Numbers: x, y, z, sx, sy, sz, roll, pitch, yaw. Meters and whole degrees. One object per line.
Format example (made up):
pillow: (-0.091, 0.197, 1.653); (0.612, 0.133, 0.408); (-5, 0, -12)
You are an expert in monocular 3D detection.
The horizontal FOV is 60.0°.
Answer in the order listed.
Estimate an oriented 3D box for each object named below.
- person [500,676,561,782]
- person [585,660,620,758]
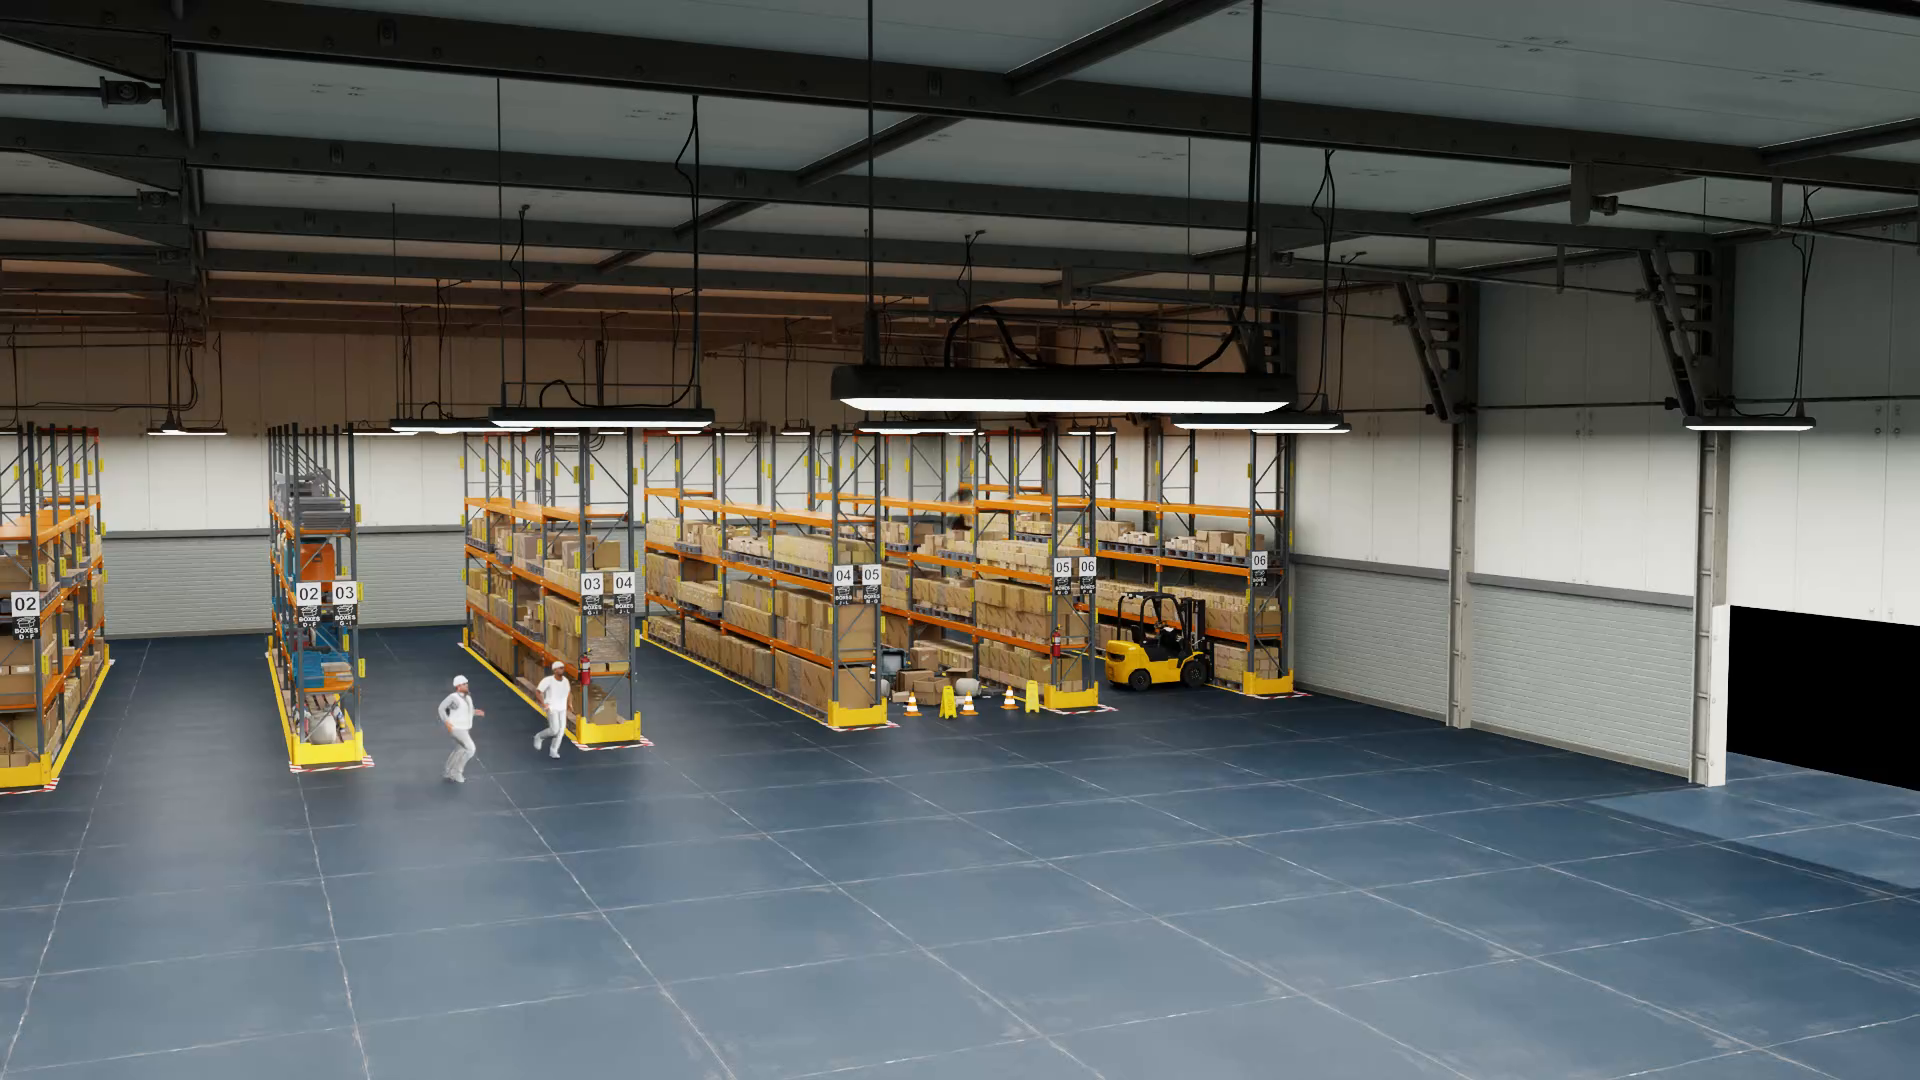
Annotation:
person: (-7.131, 3.145, 27.656); (0.967, 1.789, 0.667); (1, 4, 9)
person: (-6.387, 3.031, 29.860); (0.536, 1.740, 0.722); (2, 4, 29)
